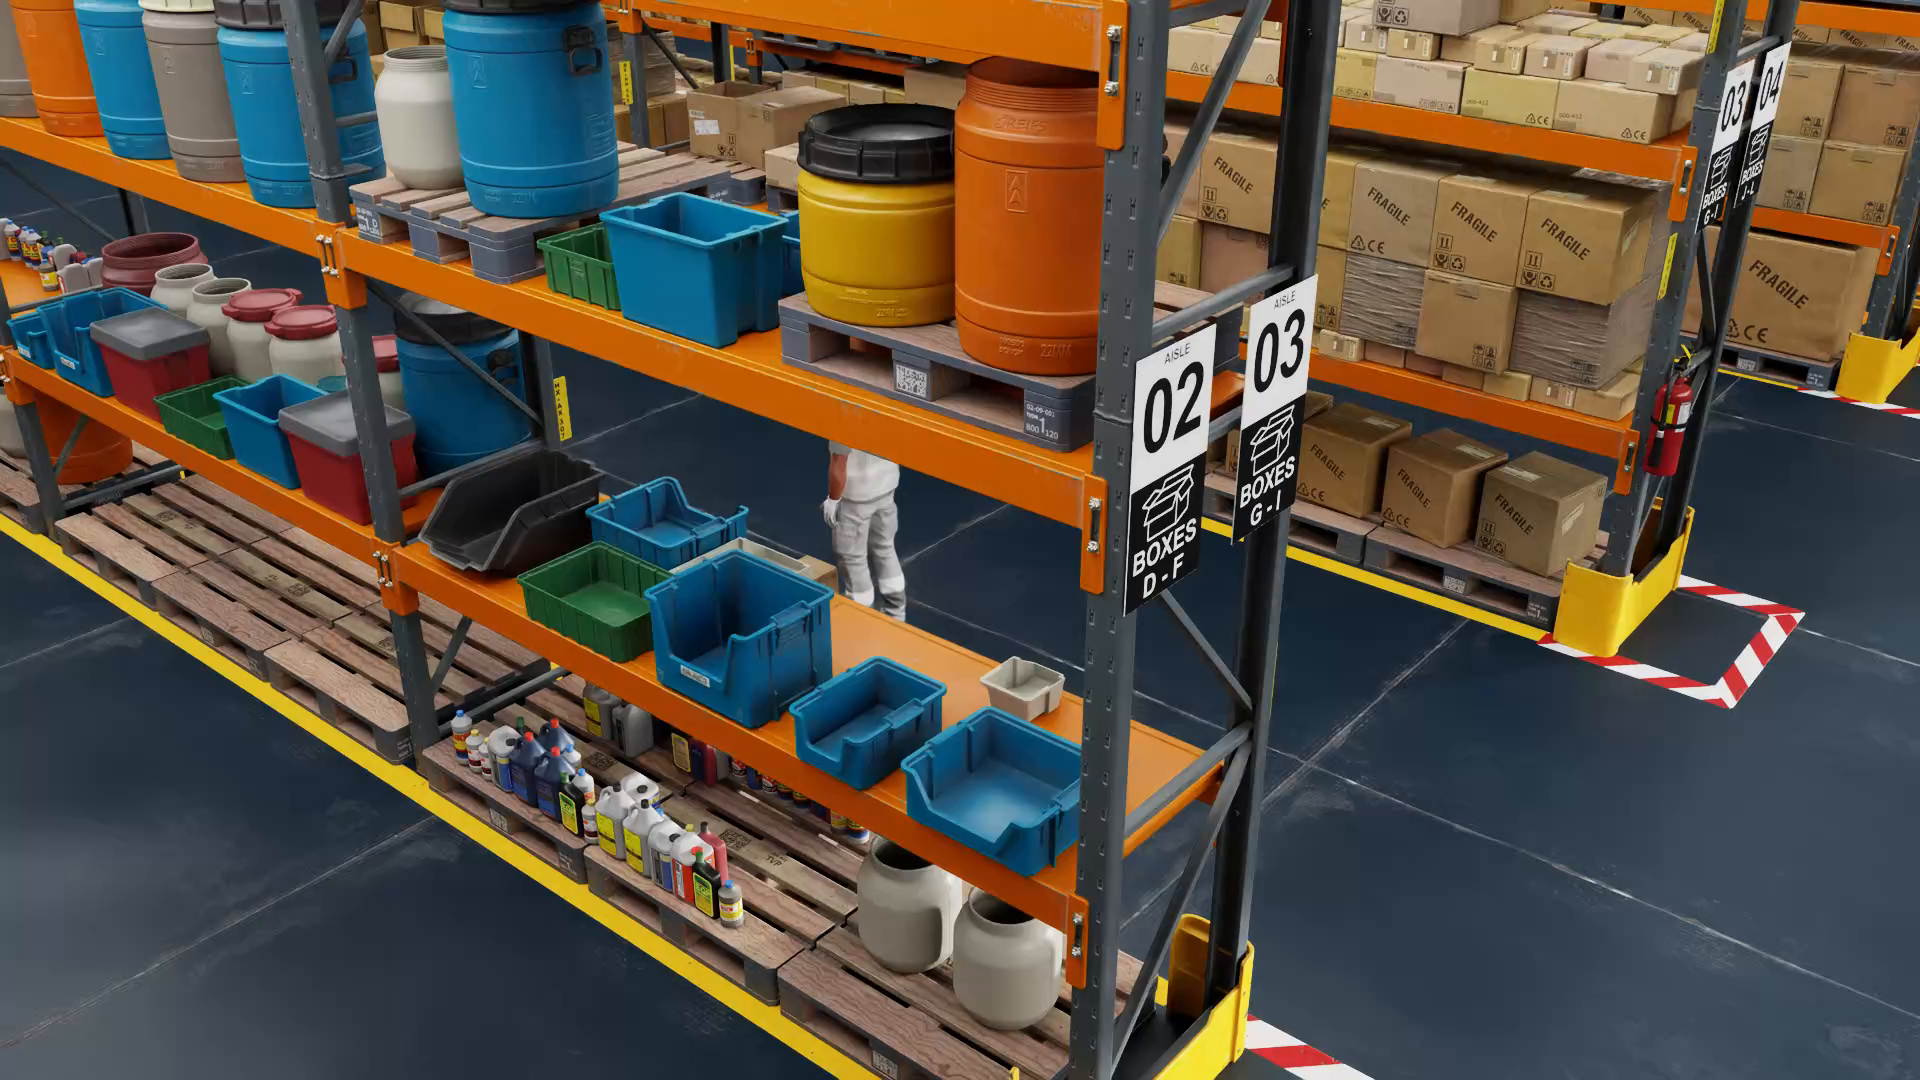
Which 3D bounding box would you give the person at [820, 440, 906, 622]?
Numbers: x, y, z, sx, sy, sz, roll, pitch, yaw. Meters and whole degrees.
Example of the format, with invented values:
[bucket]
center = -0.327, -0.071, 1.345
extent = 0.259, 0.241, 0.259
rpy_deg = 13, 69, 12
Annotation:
[person]
center = -0.532, -0.251, 9.107
extent = 0.336, 1.812, 0.524
rpy_deg = 22, 34, 36
